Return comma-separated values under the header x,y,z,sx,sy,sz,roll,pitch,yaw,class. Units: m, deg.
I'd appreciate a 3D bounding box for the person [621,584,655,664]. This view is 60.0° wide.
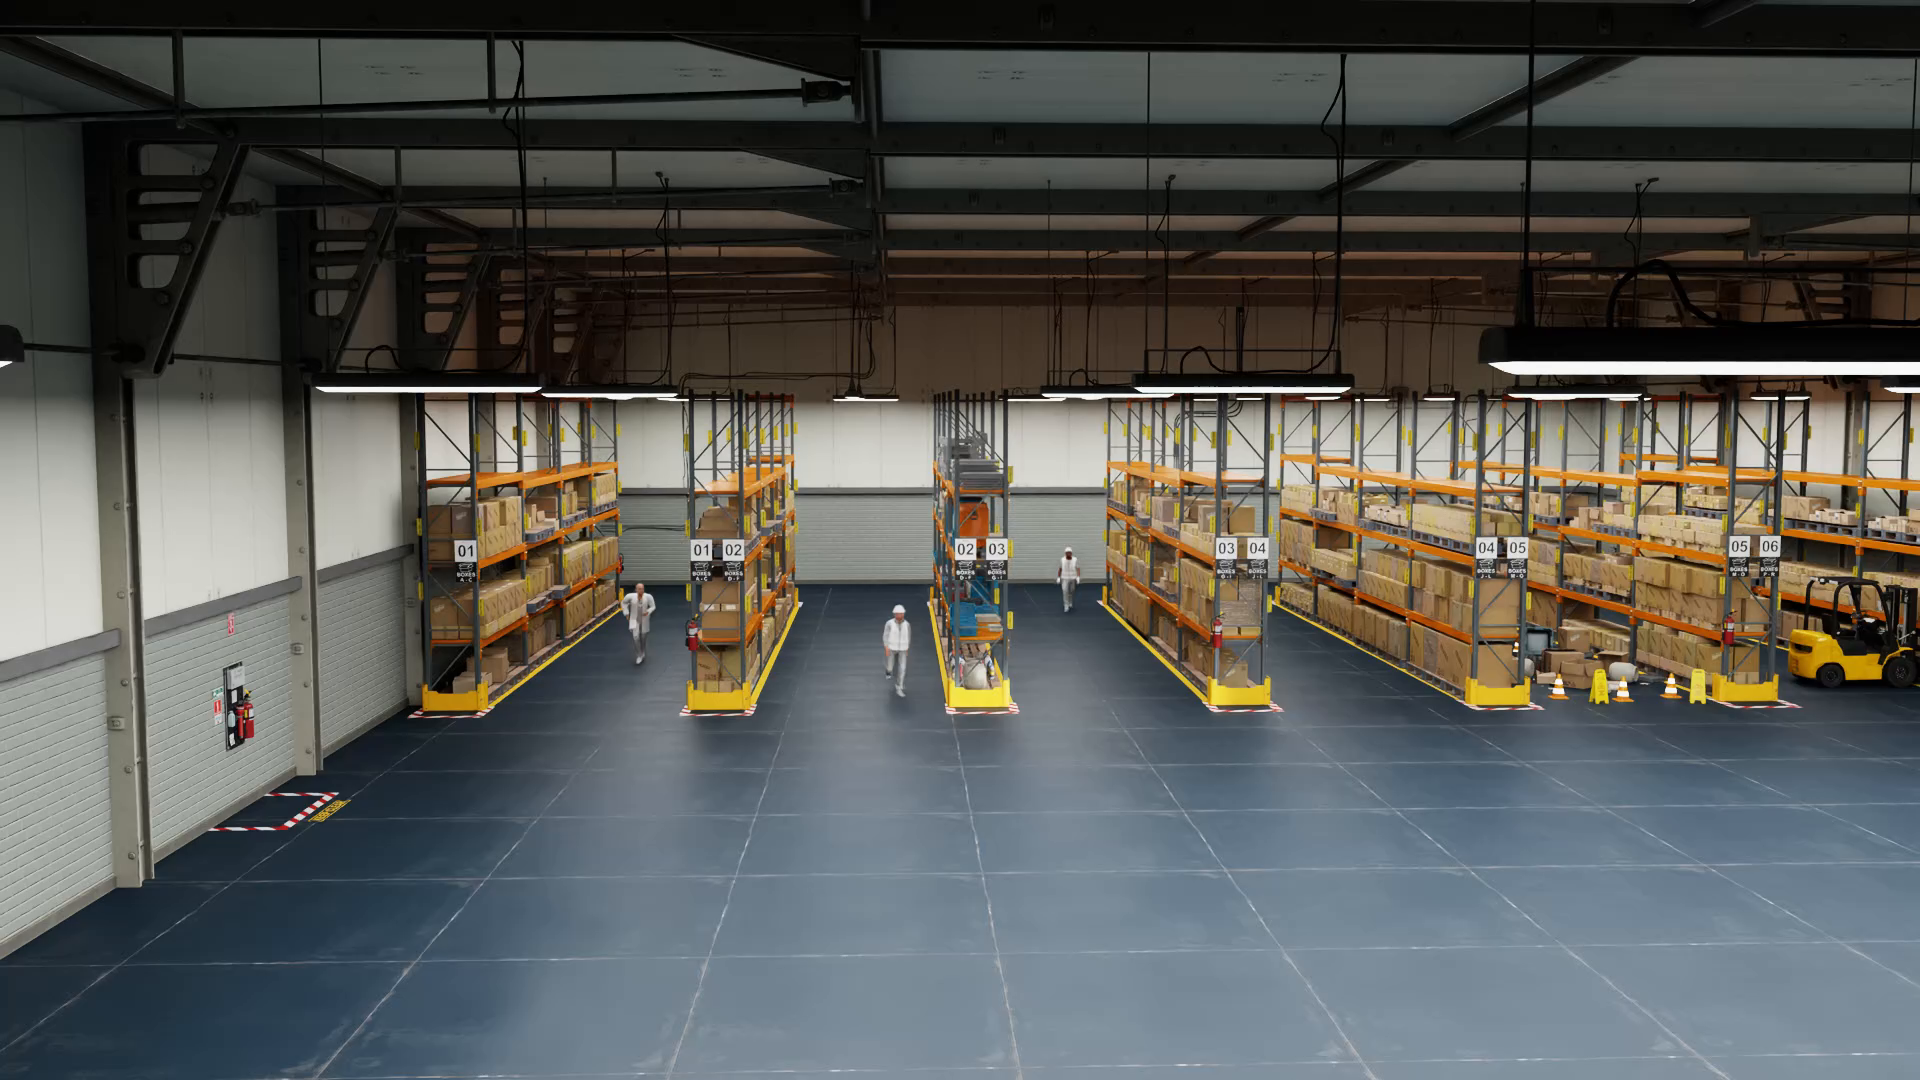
x,y,z,sx,sy,sz,roll,pitch,yaw,class
-7.182,1.837,37.134,0.765,1.786,0.929,-1,5,-9,person

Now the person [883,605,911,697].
x,y,z,sx,sy,sz,roll,pitch,yaw,class
-1.233,2.180,32.931,0.612,1.769,0.767,-2,5,-21,person

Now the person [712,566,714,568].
x,y,z,sx,sy,sz,roll,pitch,yaw,class
-6.782,1.073,46.721,0.560,1.671,0.452,0,5,2,person

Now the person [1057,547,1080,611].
x,y,z,sx,sy,sz,roll,pitch,yaw,class
3.024,1.067,46.153,0.617,1.720,1.039,0,5,-2,person
